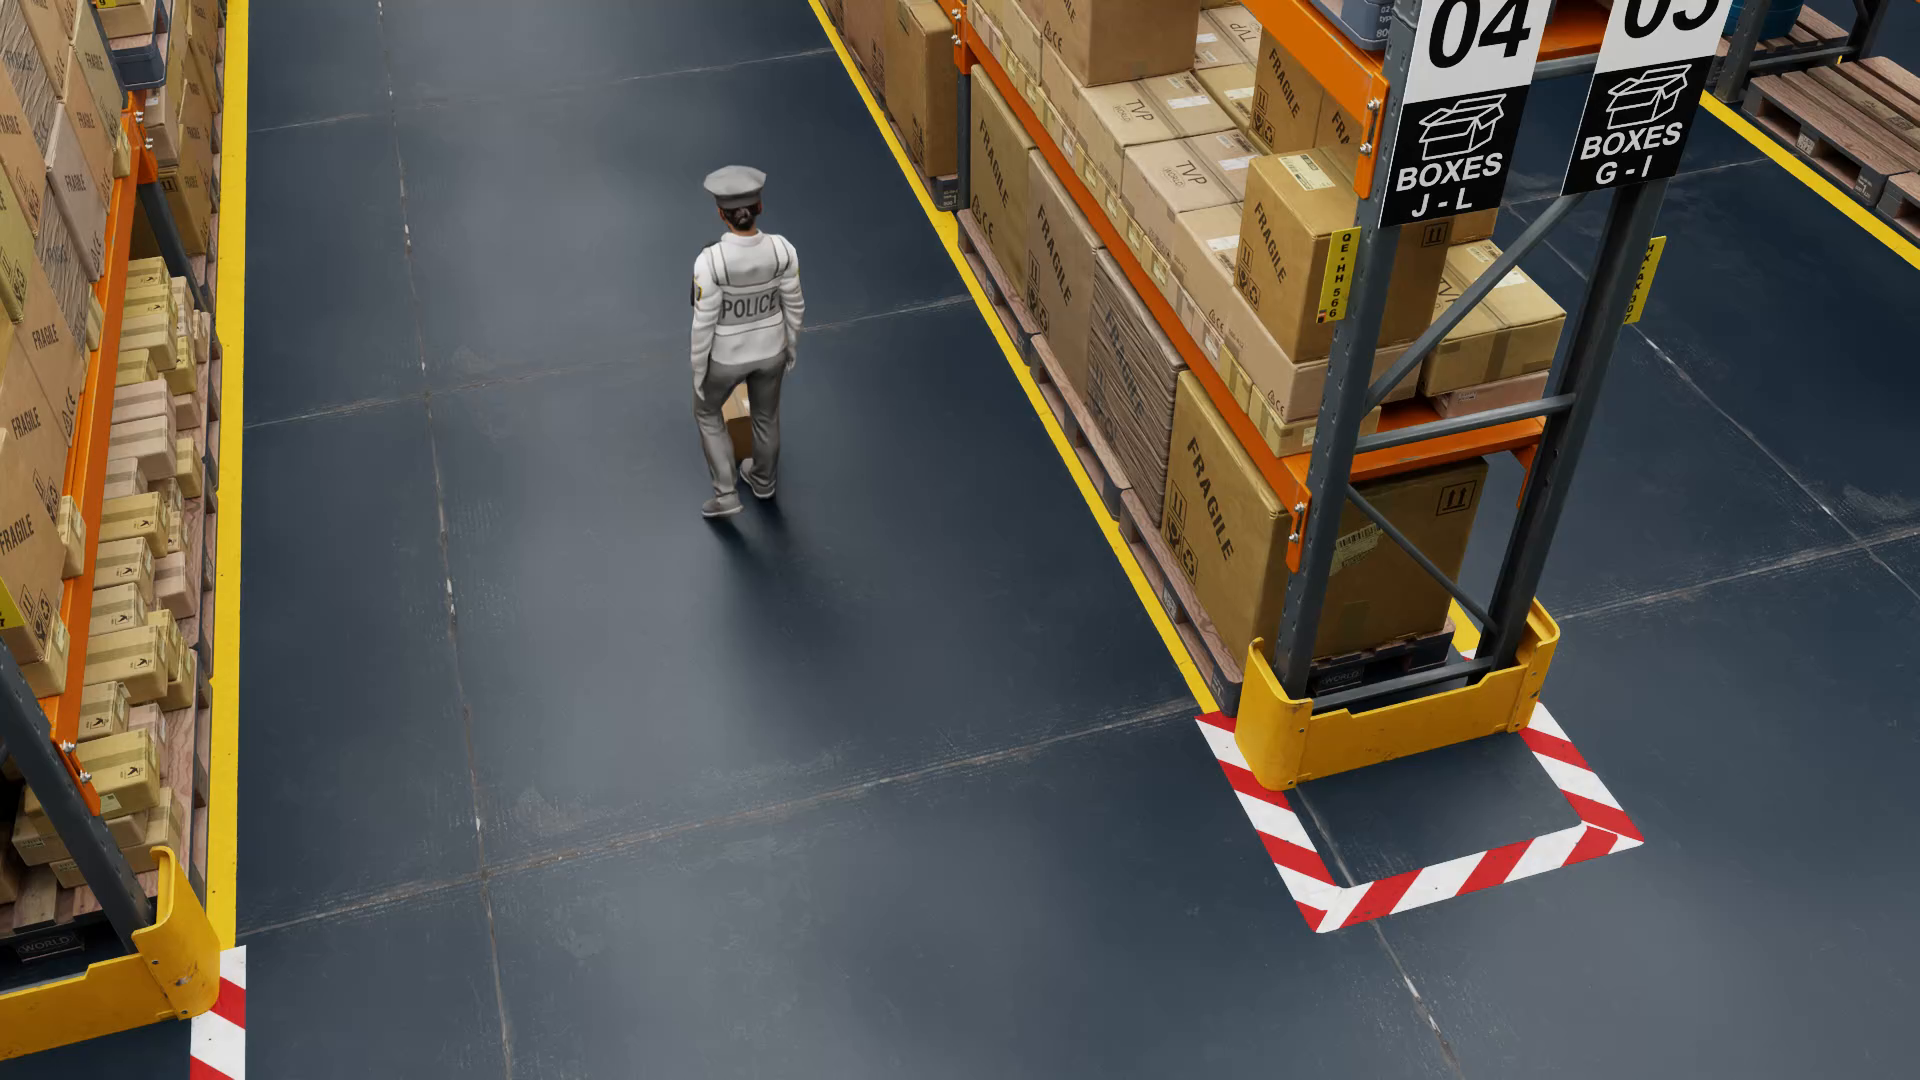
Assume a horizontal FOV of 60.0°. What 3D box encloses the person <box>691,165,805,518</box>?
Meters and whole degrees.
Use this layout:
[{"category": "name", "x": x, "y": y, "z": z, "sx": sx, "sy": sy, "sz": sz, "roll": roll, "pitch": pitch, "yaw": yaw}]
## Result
[{"category": "person", "x": -0.930, "y": -0.808, "z": 7.025, "sx": 0.529, "sy": 1.688, "sz": 0.450, "roll": -18, "pitch": 45, "yaw": -18}]
